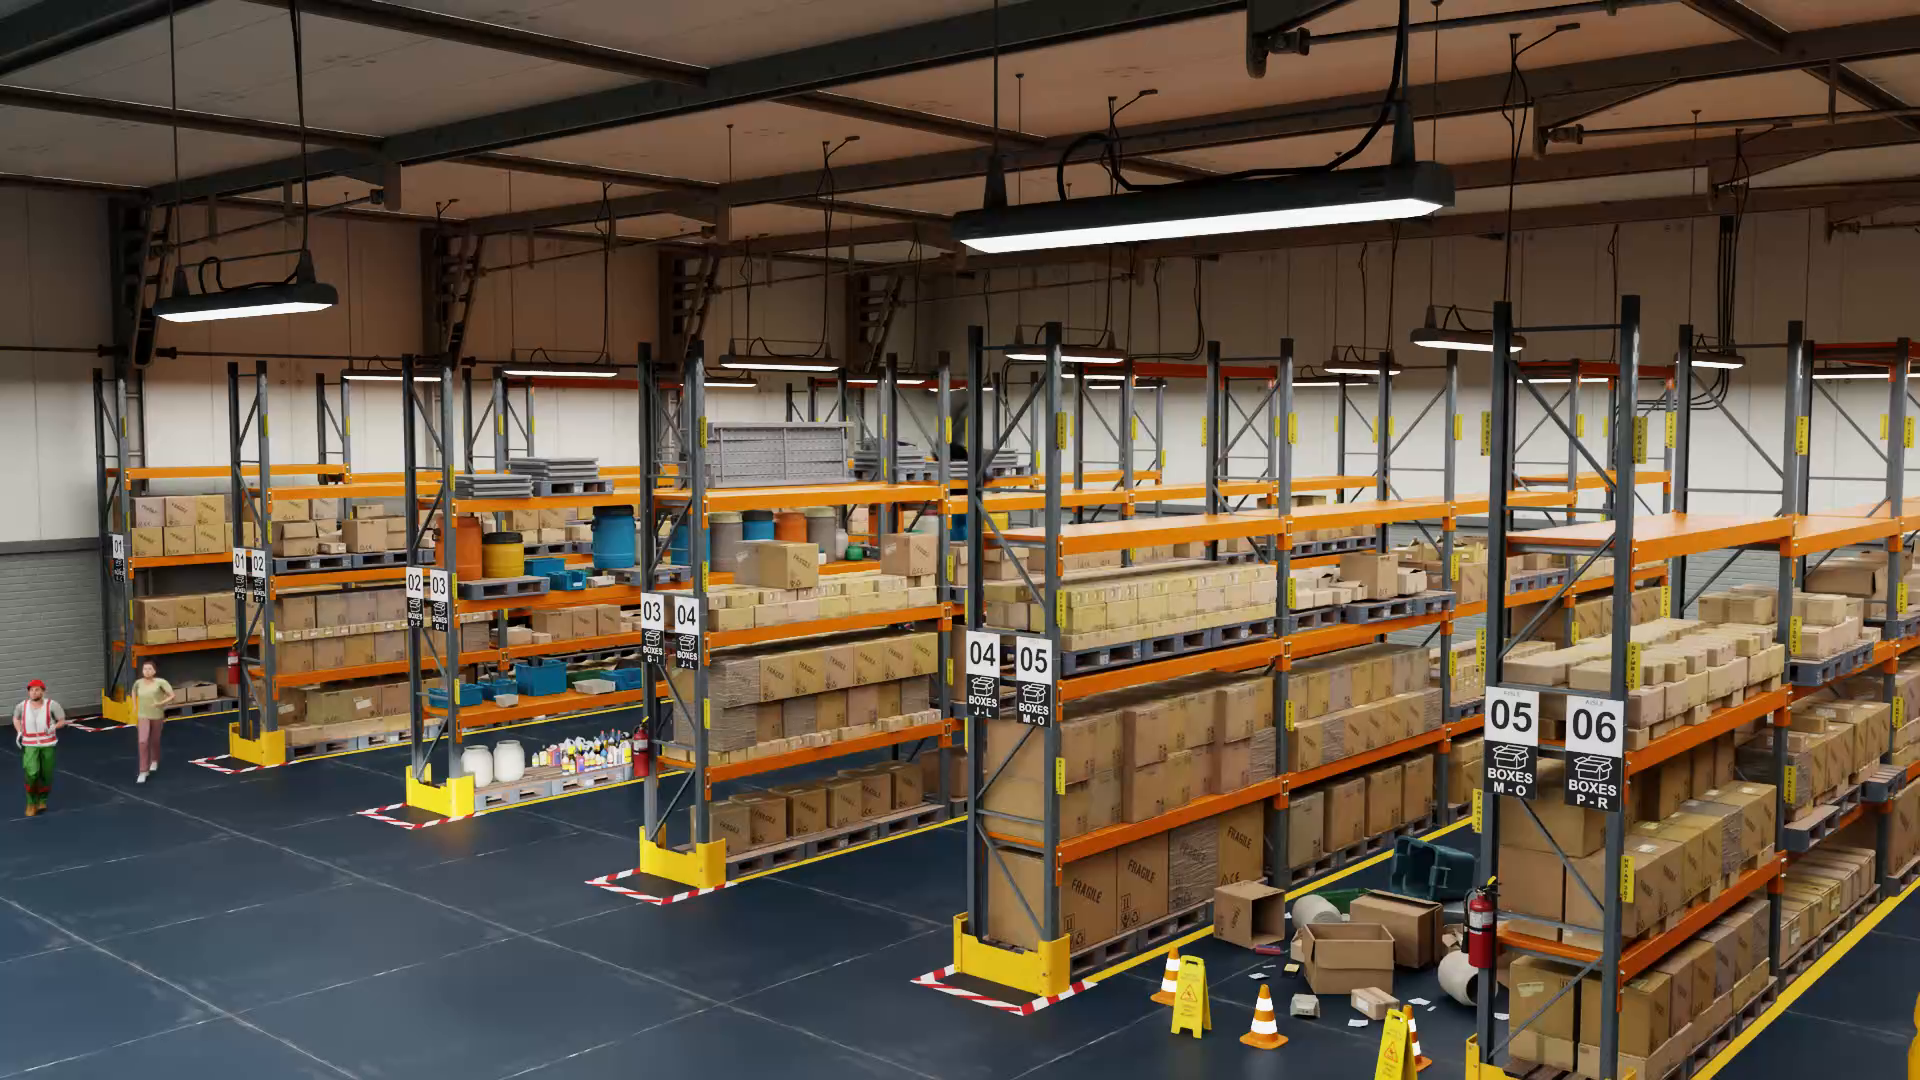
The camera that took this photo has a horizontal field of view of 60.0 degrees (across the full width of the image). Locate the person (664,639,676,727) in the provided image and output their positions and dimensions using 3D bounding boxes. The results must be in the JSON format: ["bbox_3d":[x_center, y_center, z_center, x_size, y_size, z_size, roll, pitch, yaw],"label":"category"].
[{"bbox_3d":[-4.741,2.258,28.198,0.552,1.710,0.774,2,5,29],"label":"person"}]

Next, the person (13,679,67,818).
[{"bbox_3d":[-11.932,2.700,21.570,0.620,1.803,0.706,-2,5,-26],"label":"person"}]

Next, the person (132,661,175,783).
[{"bbox_3d":[-11.568,2.563,23.850,0.584,1.689,0.875,-1,4,-18],"label":"person"}]
